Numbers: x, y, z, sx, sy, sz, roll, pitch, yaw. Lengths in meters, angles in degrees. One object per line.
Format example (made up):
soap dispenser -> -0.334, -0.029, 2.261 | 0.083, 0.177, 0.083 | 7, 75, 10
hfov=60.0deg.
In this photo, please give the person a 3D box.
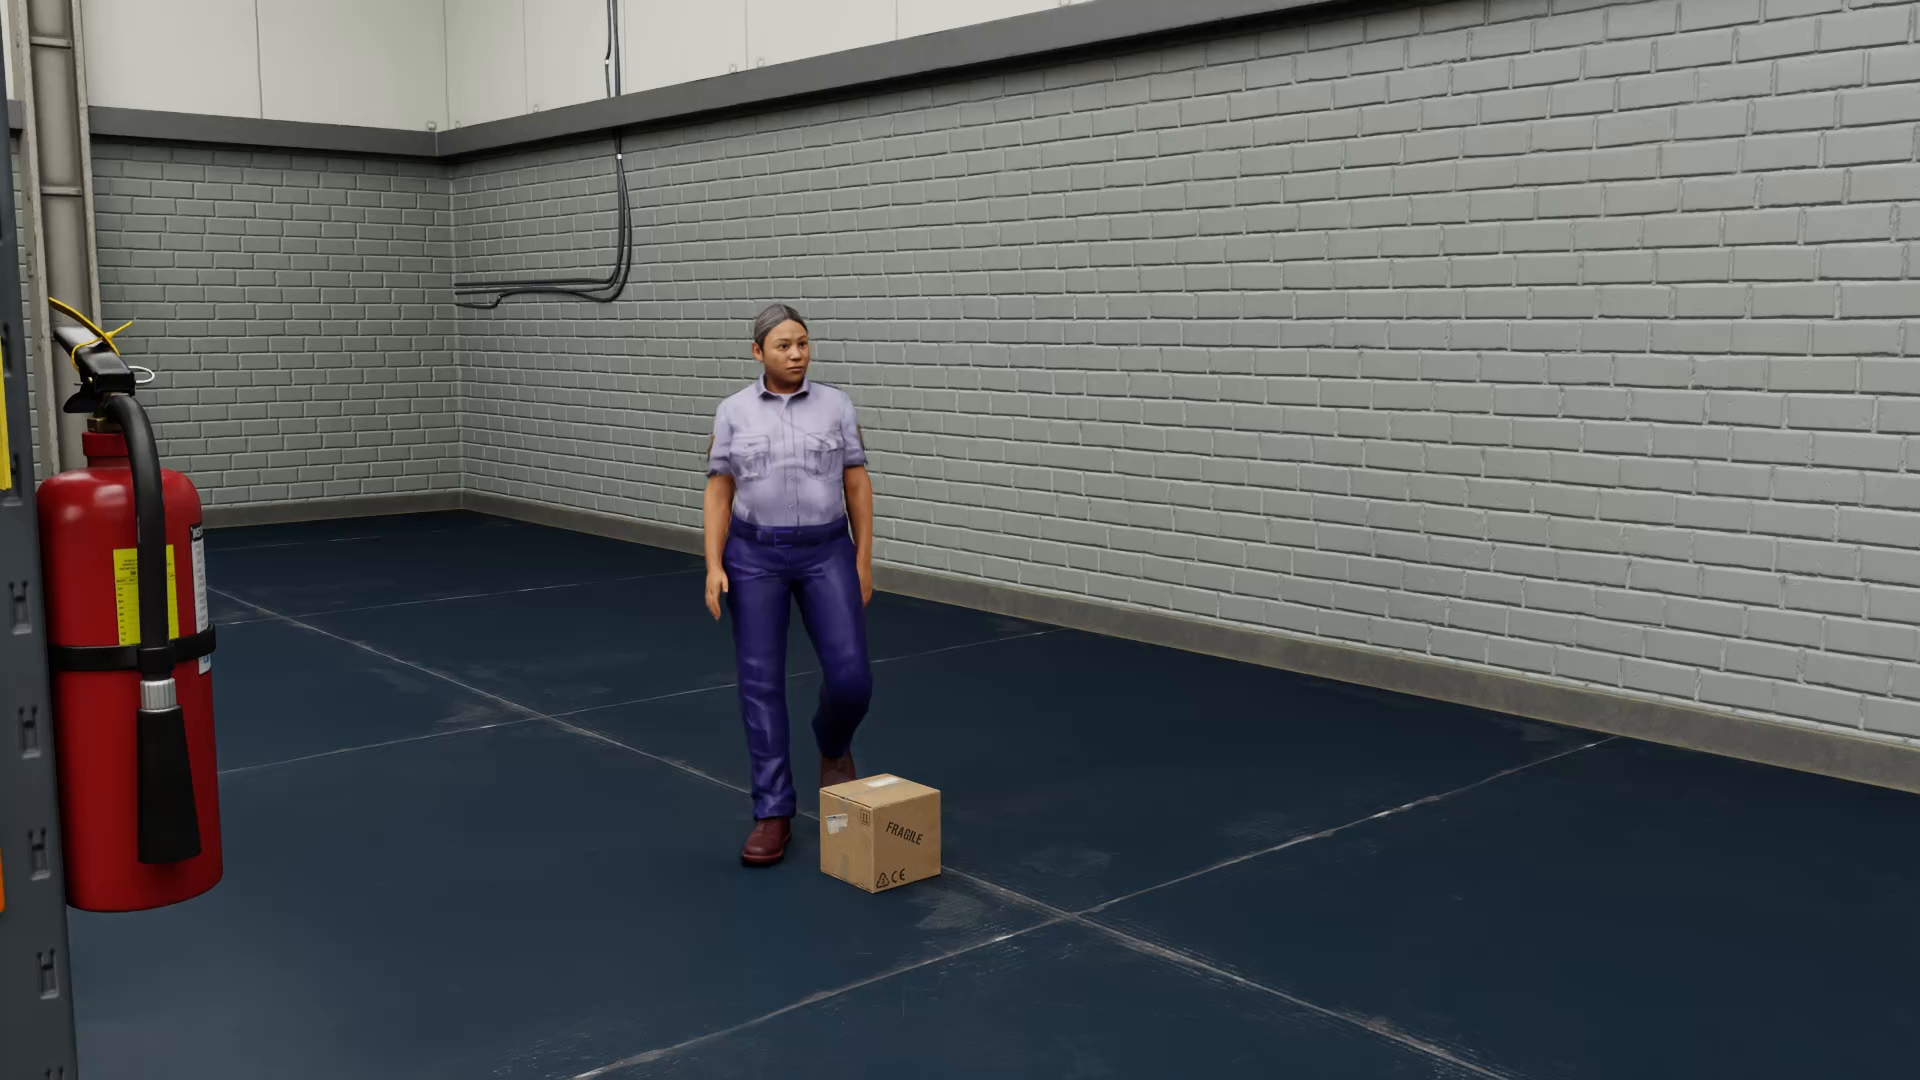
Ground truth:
person -> -0.518, 0.101, 5.063 | 0.521, 1.627, 0.649 | -1, 8, -7
